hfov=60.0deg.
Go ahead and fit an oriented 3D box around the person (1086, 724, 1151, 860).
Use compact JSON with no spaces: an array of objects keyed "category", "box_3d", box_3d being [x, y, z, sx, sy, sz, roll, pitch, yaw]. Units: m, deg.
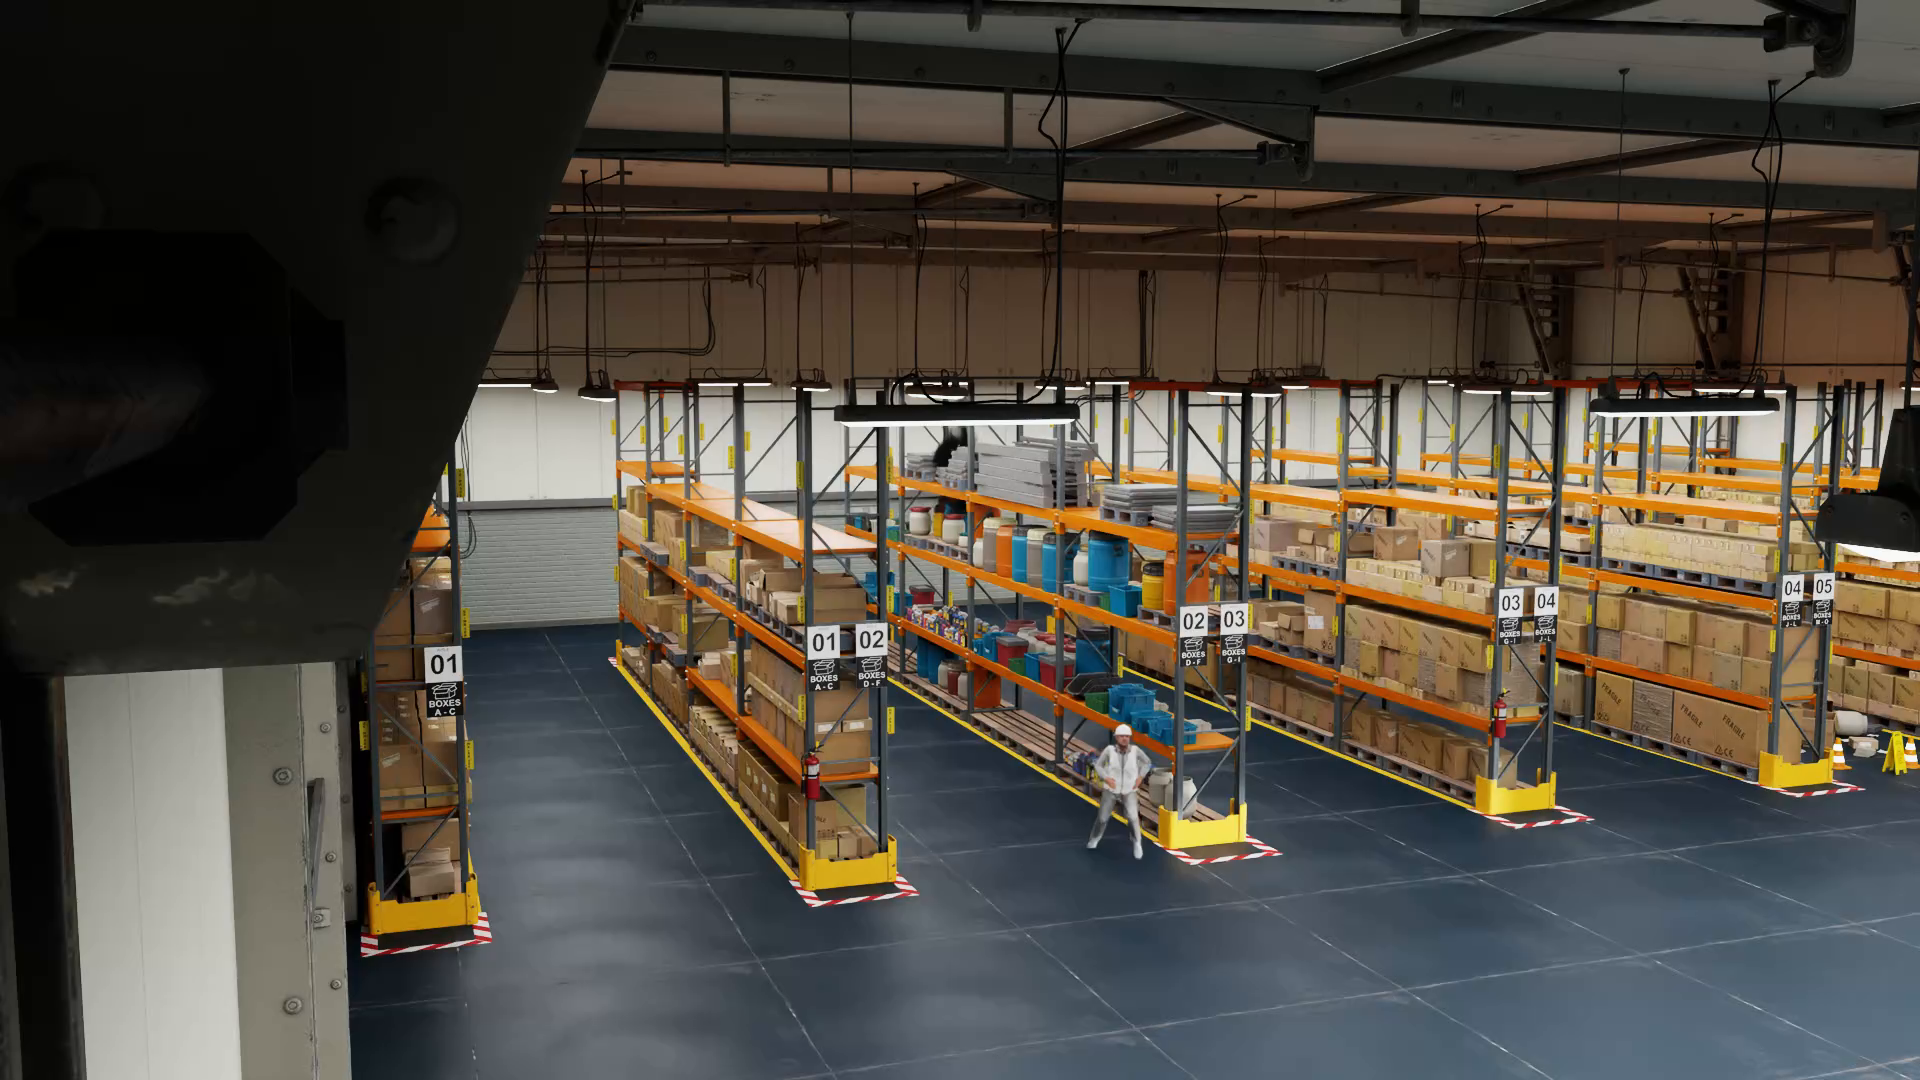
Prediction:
[{"category":"person","box_3d":[2.062,3.221,21.456,0.828,1.733,0.703,0,6,0]}]
